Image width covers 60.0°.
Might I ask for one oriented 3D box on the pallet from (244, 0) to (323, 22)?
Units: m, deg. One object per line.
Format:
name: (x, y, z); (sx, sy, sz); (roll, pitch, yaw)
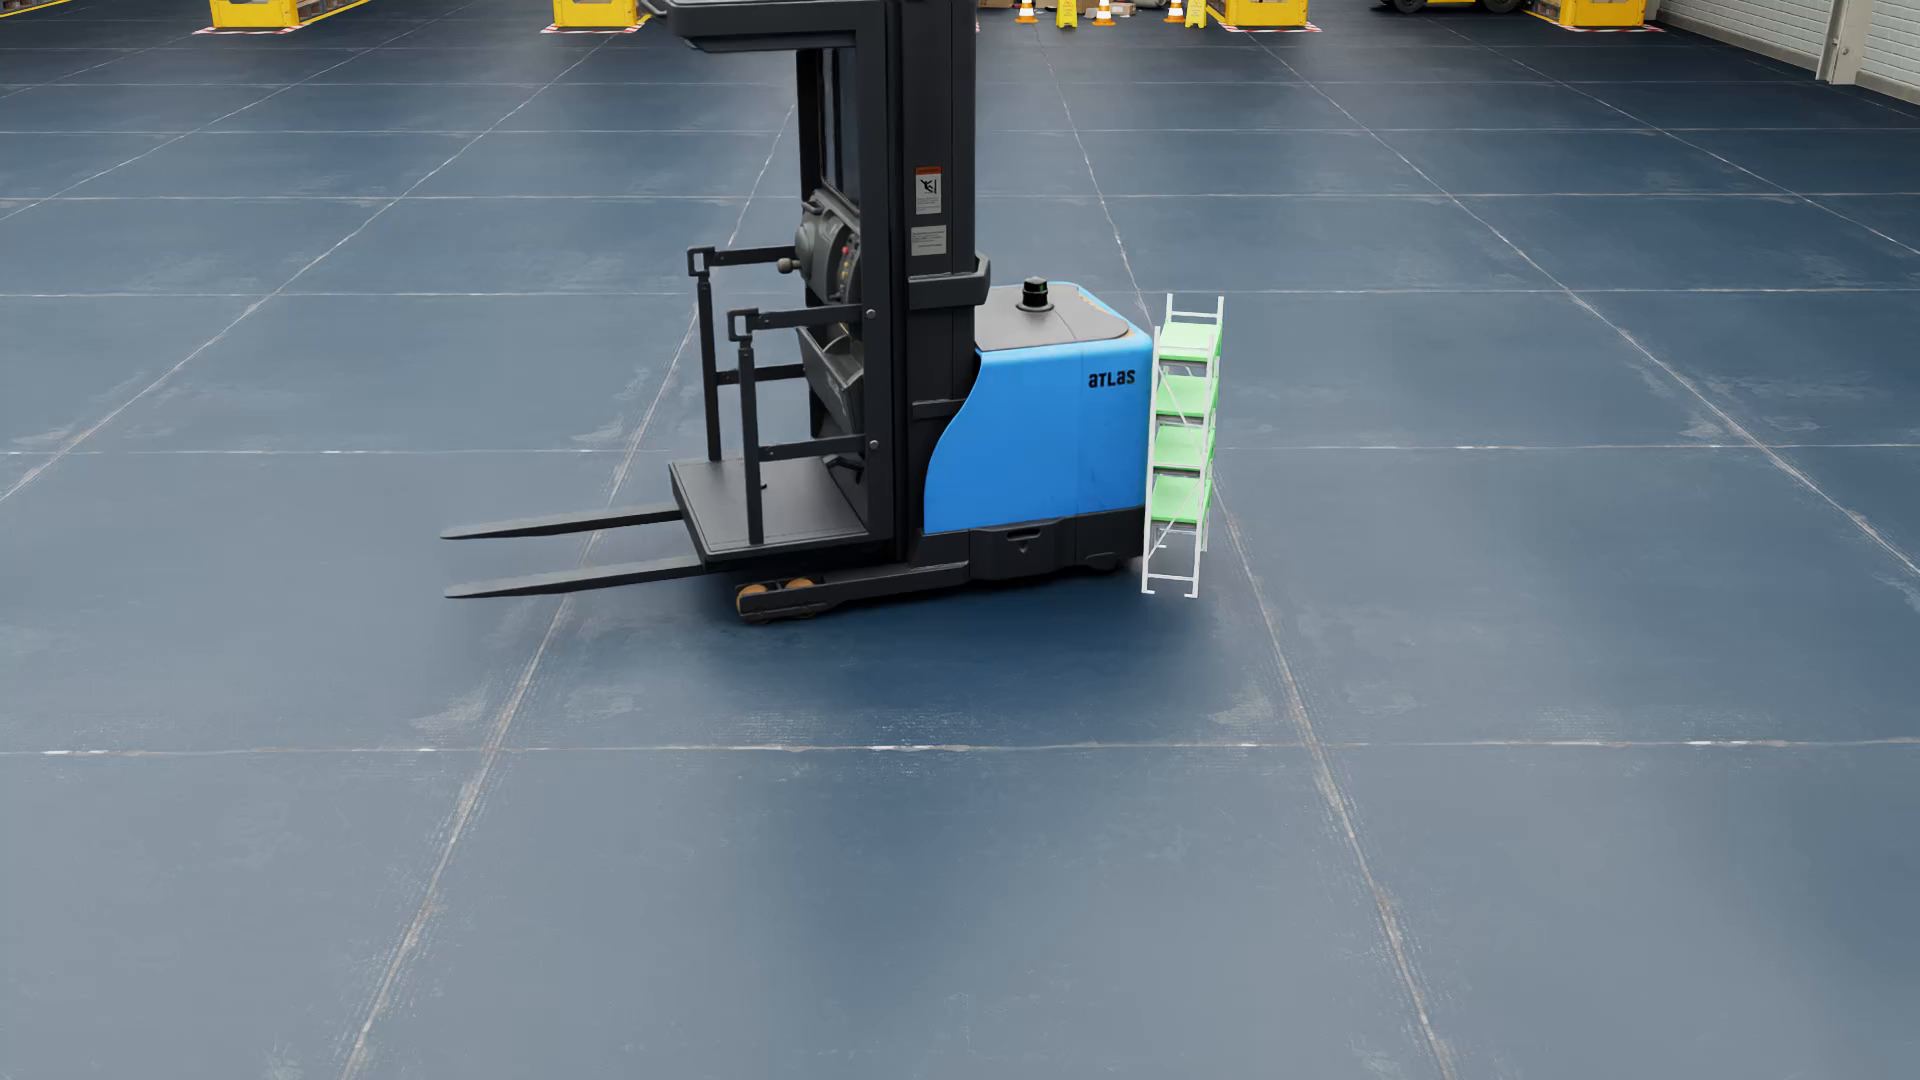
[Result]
pallet: (-10.379, -8.026, 25.239); (1.003, 0.211, 1.213); (0, 24, -1)

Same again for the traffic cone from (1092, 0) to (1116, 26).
traffic cone: (2.133, -7.868, 24.584); (0.336, 0.463, 0.334); (0, 24, -1)

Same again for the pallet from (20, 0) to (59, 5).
pallet: (-15.358, -8.960, 27.304); (1.003, 0.211, 1.213); (0, 24, -1)

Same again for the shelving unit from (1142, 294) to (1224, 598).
shelving unit: (0.962, -0.408, 7.195); (0.258, 1.200, 0.503); (5, 25, 11)

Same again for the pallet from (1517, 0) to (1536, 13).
pallet: (9.437, -8.567, 26.436); (1.003, 0.211, 1.213); (0, 24, -1)

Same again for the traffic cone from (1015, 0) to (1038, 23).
traffic cone: (1.000, -8.003, 24.883); (0.336, 0.463, 0.334); (0, 24, -1)

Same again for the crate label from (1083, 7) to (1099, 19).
crate label: (2.063, -8.043, 25.367); (0.250, 0.136, 0.298); (-14, 28, -28)

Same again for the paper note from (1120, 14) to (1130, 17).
paper note: (2.533, -8.025, 25.456); (0.148, 0.019, 0.142); (-9, 26, -19)

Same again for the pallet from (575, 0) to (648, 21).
pallet: (-5.350, -8.048, 25.289); (1.003, 0.211, 1.213); (0, 24, -1)

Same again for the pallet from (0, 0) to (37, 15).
pallet: (-15.342, -8.456, 26.189); (1.003, 0.211, 1.213); (0, 24, -1)

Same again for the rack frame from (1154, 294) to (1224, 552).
rack frame: (1.015, -0.506, 7.412); (0.240, 1.200, 0.015); (5, 25, 11)

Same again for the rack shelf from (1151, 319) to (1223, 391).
rack shelf: (0.962, -0.787, 7.024); (0.258, 0.148, 0.480); (5, 25, 11)

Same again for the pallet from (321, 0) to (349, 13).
pallet: (-10.390, -8.527, 26.348); (1.003, 0.211, 1.213); (0, 24, -1)

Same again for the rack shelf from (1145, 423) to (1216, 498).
rack shelf: (0.962, -0.349, 7.221); (0.258, 0.148, 0.480); (5, 25, 11)

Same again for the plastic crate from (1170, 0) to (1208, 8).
plastic crate: (3.688, -8.665, 26.811); (0.402, 0.080, 0.583); (-9, 26, -19)

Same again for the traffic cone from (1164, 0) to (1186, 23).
traffic cone: (3.239, -8.013, 24.905); (0.336, 0.463, 0.334); (0, 24, -1)

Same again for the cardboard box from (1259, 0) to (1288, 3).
cardboard box: (4.802, -8.269, 25.221); (0.500, 0.250, 0.500); (0, 24, -1)

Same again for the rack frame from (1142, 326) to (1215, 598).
rack frame: (0.910, -0.309, 6.978); (0.240, 1.200, 0.015); (5, 25, 11)

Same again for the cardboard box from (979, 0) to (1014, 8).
cardboard box: (0.585, -8.809, 26.617); (0.500, 0.500, 0.500); (4, 25, 9)

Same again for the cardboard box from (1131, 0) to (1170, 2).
cardboard box: (3.141, -9.060, 27.172); (0.500, 0.500, 0.500); (19, 30, 35)

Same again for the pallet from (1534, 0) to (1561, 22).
pallet: (9.447, -8.065, 25.327); (1.003, 0.211, 1.213); (0, 24, -1)

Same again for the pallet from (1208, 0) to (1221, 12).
pallet: (4.549, -8.594, 26.496); (1.003, 0.211, 1.213); (0, 24, -1)

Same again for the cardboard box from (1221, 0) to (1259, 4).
cardboard box: (4.256, -8.277, 25.239); (0.500, 0.250, 0.500); (0, 24, -1)

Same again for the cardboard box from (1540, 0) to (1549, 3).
cardboard box: (9.180, -8.357, 25.414); (0.500, 0.250, 0.500); (0, 24, -1)

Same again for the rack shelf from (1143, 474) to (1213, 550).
rack shelf: (0.962, -0.131, 7.320); (0.258, 0.148, 0.480); (5, 25, 11)

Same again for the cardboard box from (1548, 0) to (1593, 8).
cardboard box: (9.176, -8.152, 24.961); (0.500, 0.250, 0.500); (0, 24, 0)

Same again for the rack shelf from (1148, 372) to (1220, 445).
rack shelf: (0.962, -0.568, 7.123); (0.258, 0.148, 0.480); (5, 25, 11)

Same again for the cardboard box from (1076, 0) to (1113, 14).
cardboard box: (1.983, -8.572, 26.093); (0.797, 0.503, 0.637); (-19, 31, -36)

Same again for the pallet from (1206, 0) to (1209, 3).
pallet: (4.533, -9.098, 27.611); (1.003, 0.211, 1.213); (0, 24, -1)

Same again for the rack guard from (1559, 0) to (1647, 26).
rack guard: (9.498, -7.872, 24.549); (1.175, 0.500, 0.348); (0, 24, -1)

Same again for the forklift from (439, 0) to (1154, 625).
forklift: (-0.735, -1.222, 6.894); (3.031, 2.935, 1.130); (-7, 25, -16)

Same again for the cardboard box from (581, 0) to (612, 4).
cardboard box: (-5.365, -8.262, 24.902); (0.500, 0.500, 0.500); (4, 25, 9)

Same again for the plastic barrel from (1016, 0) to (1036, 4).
plastic barrel: (1.088, -8.947, 27.019); (0.512, 0.421, 0.421); (19, 30, 35)

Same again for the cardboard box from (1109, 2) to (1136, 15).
cardboard box: (2.500, -8.229, 25.764); (0.380, 0.149, 0.250); (13, 27, 27)

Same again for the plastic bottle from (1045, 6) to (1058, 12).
plastic bottle: (1.427, -8.359, 26.157); (0.133, 0.061, 0.283); (-9, 26, -19)

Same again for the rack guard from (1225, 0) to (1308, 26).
rack guard: (4.533, -7.890, 24.587); (1.175, 0.500, 0.348); (0, 24, -1)

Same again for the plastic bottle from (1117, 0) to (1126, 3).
plastic bottle: (2.629, -8.766, 27.059); (0.133, 0.061, 0.283); (4, 25, 9)

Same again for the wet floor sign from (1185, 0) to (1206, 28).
wet floor sign: (3.466, -7.841, 24.305); (0.267, 0.644, 0.232); (8, 26, 18)

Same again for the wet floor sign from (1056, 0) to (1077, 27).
wet floor sign: (1.566, -7.858, 24.340); (0.267, 0.644, 0.232); (-4, 25, -10)

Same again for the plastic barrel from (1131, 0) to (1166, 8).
plastic barrel: (2.998, -8.668, 26.401); (0.512, 0.421, 0.421); (19, 30, 35)

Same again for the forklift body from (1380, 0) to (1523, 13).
forklift body: (7.652, -9.407, 25.940); (2.313, 2.155, 1.214); (0, 24, -1)

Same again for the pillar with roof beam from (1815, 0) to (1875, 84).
pillar with roof beam: (6.152, -9.554, 17.954); (9.100, 9.000, 0.400); (0, 24, -1)

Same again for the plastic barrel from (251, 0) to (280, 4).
plastic barrel: (-10.412, -8.259, 24.880); (0.421, 0.512, 0.421); (0, 24, 0)

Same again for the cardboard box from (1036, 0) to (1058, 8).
cardboard box: (1.402, -8.636, 26.522); (0.396, 0.266, 0.258); (4, 25, 9)

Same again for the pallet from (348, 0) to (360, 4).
pallet: (-10.406, -9.031, 27.462); (1.003, 0.211, 1.213); (0, 24, -1)

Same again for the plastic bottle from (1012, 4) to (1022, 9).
plastic bottle: (0.984, -8.507, 26.486); (0.283, 0.061, 0.133); (-9, 26, -19)

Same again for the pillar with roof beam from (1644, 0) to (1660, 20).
pillar with roof beam: (6.086, -12.026, 23.420); (9.100, 9.000, 0.400); (0, 24, -1)

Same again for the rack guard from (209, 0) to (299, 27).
rack guard: (-10.376, -7.823, 24.439); (1.175, 0.500, 0.348); (0, 24, -1)

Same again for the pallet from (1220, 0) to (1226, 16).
pallet: (4.560, -8.093, 25.388); (1.003, 0.211, 1.213); (0, 24, -1)

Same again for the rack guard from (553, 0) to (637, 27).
rack guard: (-5.376, -7.845, 24.489); (1.175, 0.500, 0.348); (0, 24, -1)

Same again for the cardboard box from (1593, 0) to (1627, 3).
cardboard box: (9.688, -8.163, 24.985); (0.500, 0.250, 0.500); (0, 24, 0)
